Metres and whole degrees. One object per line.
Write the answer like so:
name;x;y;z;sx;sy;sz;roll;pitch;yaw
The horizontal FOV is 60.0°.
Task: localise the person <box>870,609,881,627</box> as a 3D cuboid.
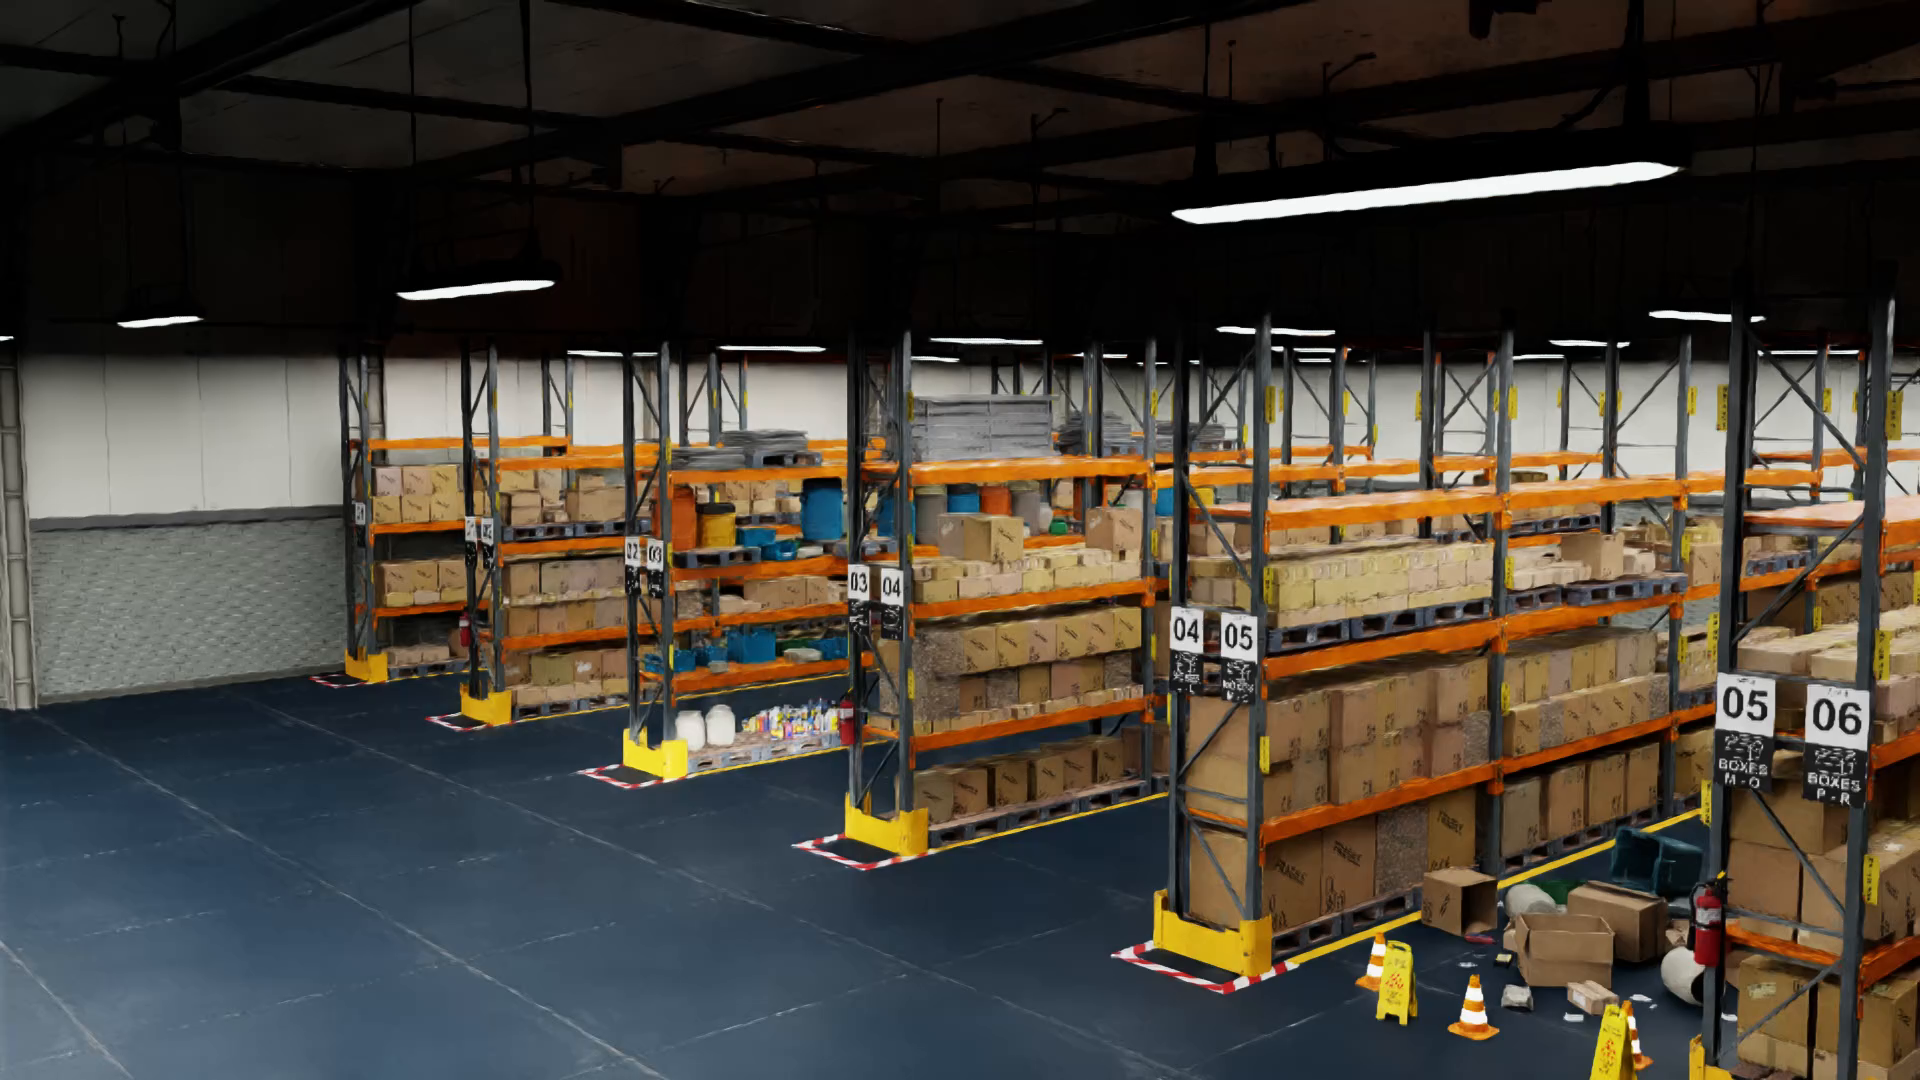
person;-1.690;1.132;35.974;0.444;1.584;0.672;3;6;31
